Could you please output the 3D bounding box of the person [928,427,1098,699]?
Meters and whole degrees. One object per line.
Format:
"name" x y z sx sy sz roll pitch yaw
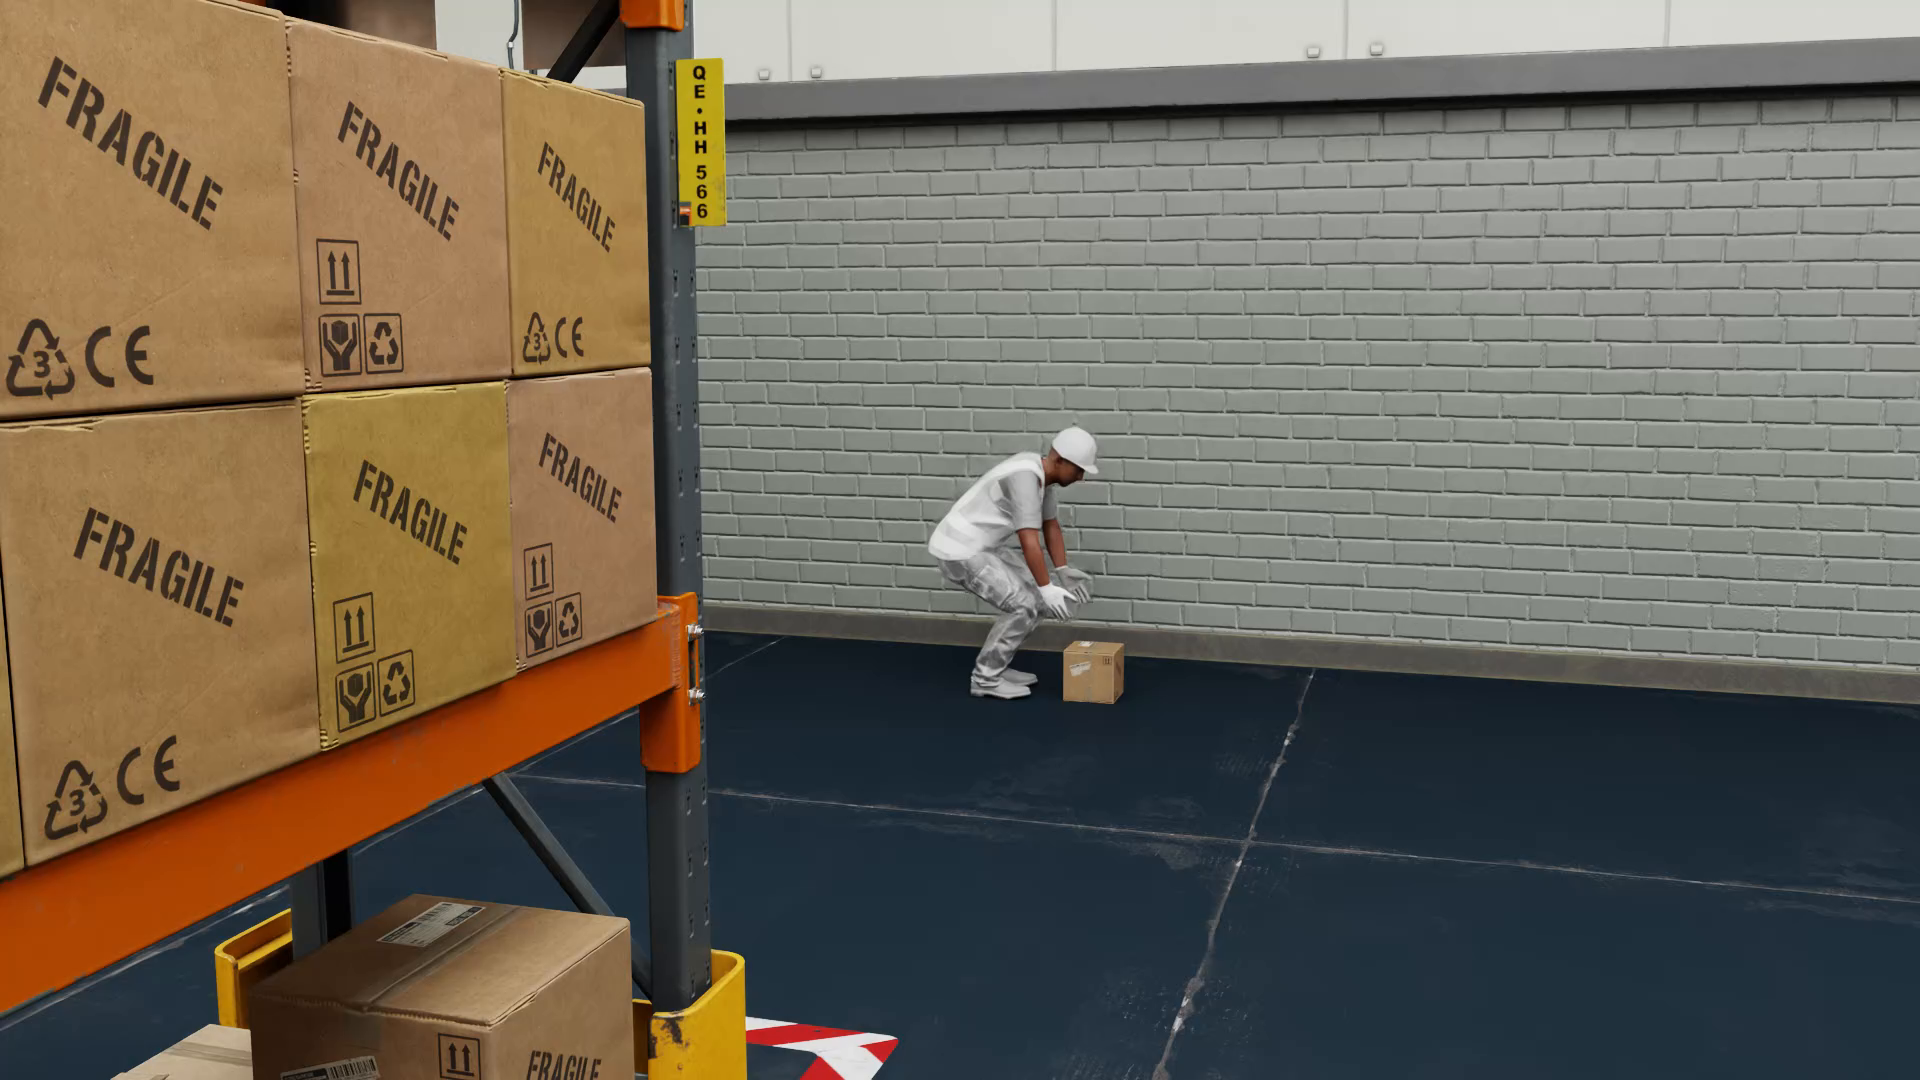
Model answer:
"person" 0.272 0.096 8.225 0.816 1.319 0.611 2 9 16
